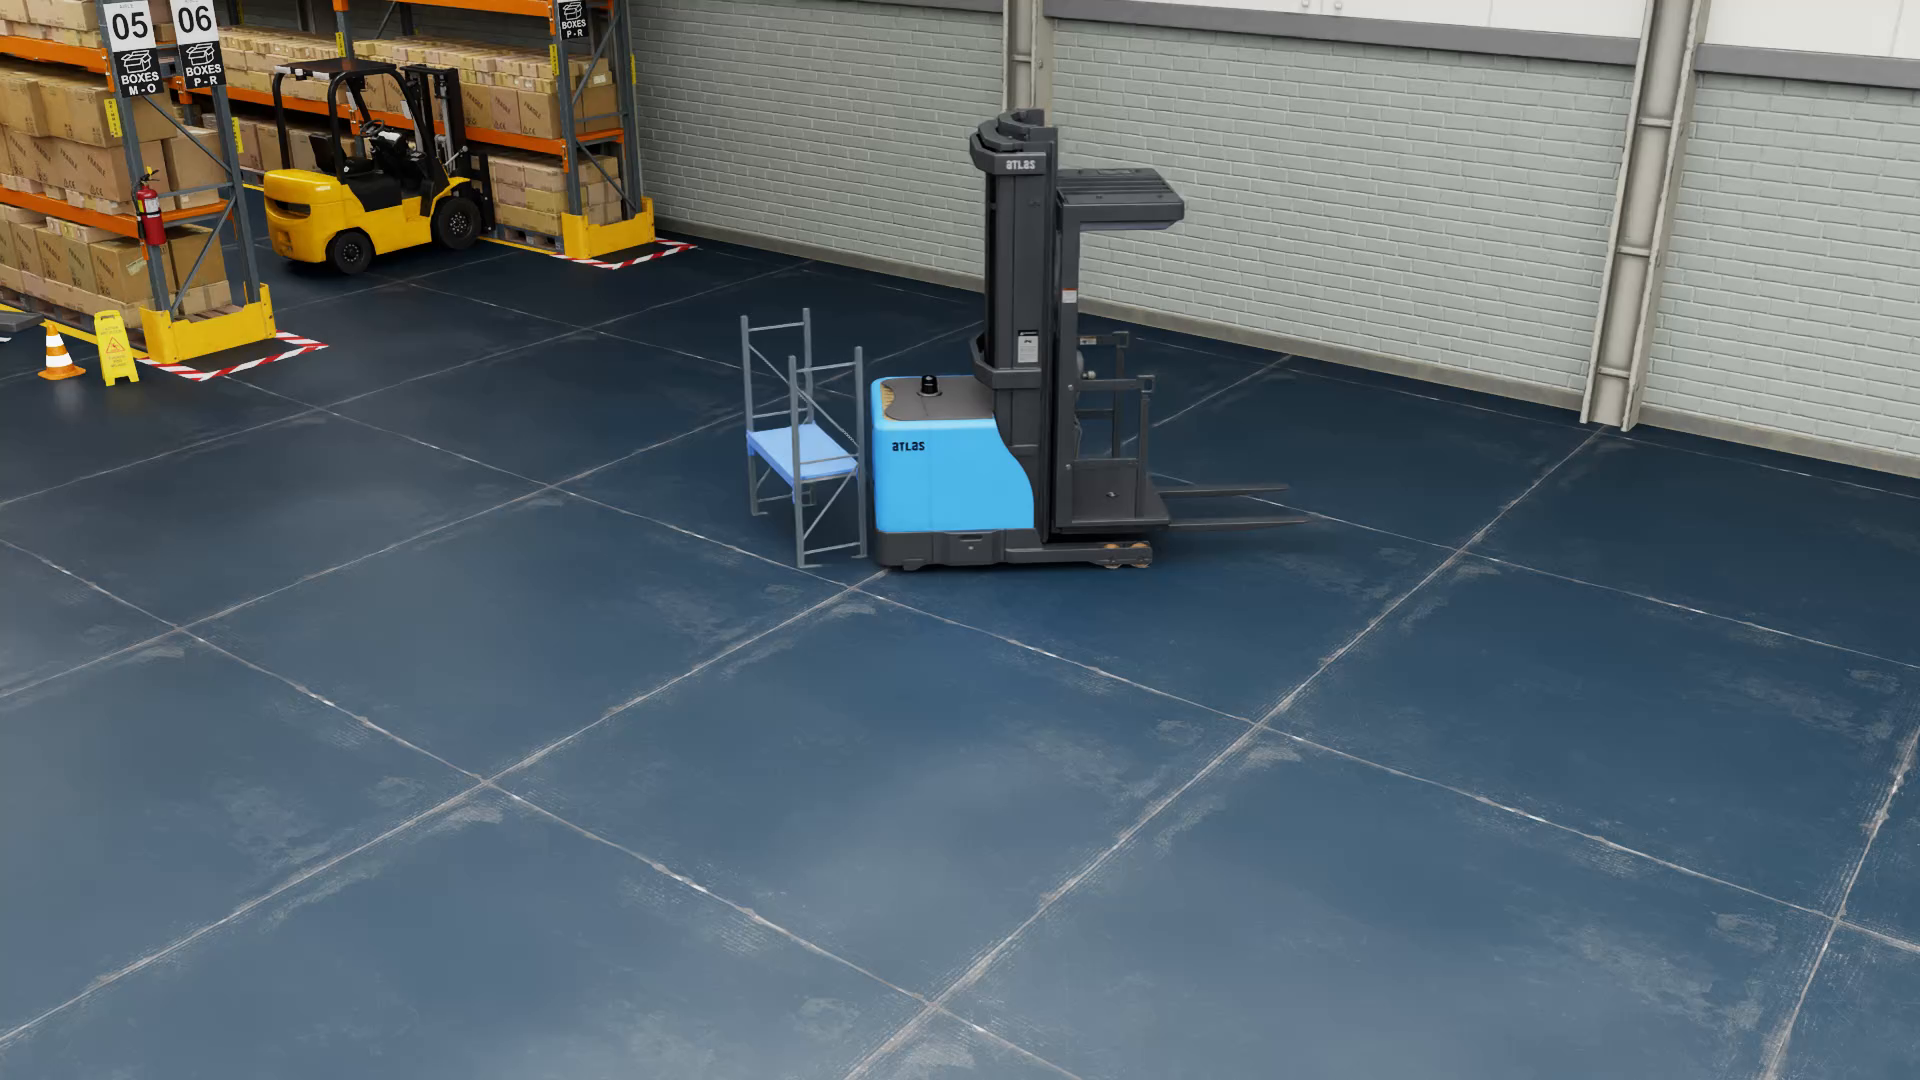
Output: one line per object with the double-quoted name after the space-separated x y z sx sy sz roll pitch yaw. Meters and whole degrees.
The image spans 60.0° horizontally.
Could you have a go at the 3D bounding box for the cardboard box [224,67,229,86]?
-9.914 -6.367 22.667 0.500 0.250 0.500 16 28 32 "cardboard box"

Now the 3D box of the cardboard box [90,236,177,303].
-7.892 -2.595 15.878 0.500 0.500 0.500 17 29 34 "cardboard box"

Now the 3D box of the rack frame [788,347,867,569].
-0.874 -0.535 11.105 0.500 1.500 0.032 -10 26 -22 "rack frame"

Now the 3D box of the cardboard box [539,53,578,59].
-4.670 -5.573 19.380 0.250 0.149 0.380 17 29 34 "cardboard box"

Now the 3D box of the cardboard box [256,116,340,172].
-8.964 -5.377 22.658 0.625 0.625 0.875 15 28 31 "cardboard box"

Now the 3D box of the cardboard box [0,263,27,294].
-9.551 -2.754 17.170 0.500 0.250 0.500 19 30 36 "cardboard box"

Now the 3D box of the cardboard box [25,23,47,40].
-8.349 -4.714 15.321 0.250 0.149 0.380 17 29 33 "cardboard box"

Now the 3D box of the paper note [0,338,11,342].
-9.303 -1.945 16.127 0.148 0.019 0.142 7 25 15 "paper note"

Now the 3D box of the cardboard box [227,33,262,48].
-9.572 -6.687 22.279 0.250 0.149 0.380 17 29 34 "cardboard box"

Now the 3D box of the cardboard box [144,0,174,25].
-7.337 -4.856 15.148 0.500 0.250 0.500 16 29 32 "cardboard box"

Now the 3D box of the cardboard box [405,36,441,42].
-6.708 -6.203 20.810 0.250 0.149 0.380 16 28 32 "cardboard box"

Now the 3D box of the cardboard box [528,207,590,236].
-4.686 -3.756 19.444 0.500 0.250 0.500 17 29 34 "cardboard box"

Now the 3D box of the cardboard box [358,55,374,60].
-7.224 -5.958 20.625 0.250 0.149 0.380 16 29 32 "cardboard box"

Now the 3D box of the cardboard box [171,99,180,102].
-11.490 -6.262 24.016 0.250 0.149 0.380 16 28 32 "cardboard box"

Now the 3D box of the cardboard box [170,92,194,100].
-11.595 -6.567 24.710 0.250 0.149 0.380 16 28 32 "cardboard box"

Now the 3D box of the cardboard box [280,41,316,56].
-8.571 -6.368 21.555 0.250 0.149 0.380 16 28 32 "cardboard box"

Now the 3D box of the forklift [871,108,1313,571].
0.905 -1.356 11.193 3.031 2.935 1.130 -2 24 -4 "forklift"

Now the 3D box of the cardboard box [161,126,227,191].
-7.307 -3.594 15.694 0.500 0.500 0.500 16 29 33 "cardboard box"

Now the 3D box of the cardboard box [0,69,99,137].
-8.504 -4.116 15.638 0.500 0.500 0.700 16 29 33 "cardboard box"

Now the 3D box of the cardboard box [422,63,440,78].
-6.217 -5.640 19.901 0.250 0.149 0.380 16 28 32 "cardboard box"

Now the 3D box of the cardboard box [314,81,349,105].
-7.881 -5.747 21.258 0.500 0.250 0.500 18 29 34 "cardboard box"

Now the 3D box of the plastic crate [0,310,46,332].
-9.530 -2.195 16.633 0.583 0.080 0.402 7 25 15 "plastic crate"

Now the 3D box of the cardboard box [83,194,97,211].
-7.983 -3.209 15.624 0.250 0.149 0.380 16 29 32 "cardboard box"

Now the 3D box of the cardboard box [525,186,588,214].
-4.697 -3.990 19.355 0.500 0.250 0.500 16 29 33 "cardboard box"

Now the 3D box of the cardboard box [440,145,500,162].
-5.898 -4.578 20.069 0.500 0.250 0.500 16 28 32 "cardboard box"

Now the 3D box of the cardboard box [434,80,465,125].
-5.900 -5.261 19.846 0.500 0.500 0.500 17 29 34 "cardboard box"

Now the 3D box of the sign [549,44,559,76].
-4.457 -5.277 18.277 0.005 0.325 0.100 17 29 33 "sign"

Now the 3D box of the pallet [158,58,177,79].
-11.106 -6.799 23.698 1.003 0.211 1.213 17 29 33 "pallet"

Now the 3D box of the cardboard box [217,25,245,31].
-10.140 -7.074 23.157 0.250 0.149 0.380 18 29 35 "cardboard box"

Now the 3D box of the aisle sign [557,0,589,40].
-4.244 -5.890 18.172 0.004 0.787 0.394 17 29 33 "aisle sign"

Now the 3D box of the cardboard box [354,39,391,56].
-7.244 -6.084 20.540 0.250 0.149 0.380 18 29 34 "cardboard box"

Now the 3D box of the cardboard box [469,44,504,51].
-5.695 -5.885 20.090 0.250 0.149 0.380 18 29 35 "cardboard box"

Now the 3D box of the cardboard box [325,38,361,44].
-8.073 -6.472 21.790 0.250 0.149 0.380 16 29 33 "cardboard box"

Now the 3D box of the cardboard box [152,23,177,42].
-7.165 -4.651 15.177 0.250 0.149 0.380 17 29 33 "cardboard box"

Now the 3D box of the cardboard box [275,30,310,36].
-9.042 -6.806 22.549 0.250 0.149 0.380 16 29 32 "cardboard box"

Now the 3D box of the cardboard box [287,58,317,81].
-8.283 -6.096 21.432 0.500 0.250 0.500 16 28 32 "cardboard box"

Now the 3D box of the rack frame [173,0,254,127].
-10.522 -6.745 23.338 0.127 3.000 1.000 17 29 33 "rack frame"

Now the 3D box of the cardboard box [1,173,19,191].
-9.217 -3.568 16.440 0.250 0.149 0.380 17 29 34 "cardboard box"

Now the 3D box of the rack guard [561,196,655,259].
-4.101 -3.661 19.439 0.348 0.500 1.175 17 29 33 "rack guard"

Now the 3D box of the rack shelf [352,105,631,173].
-5.720 -4.965 20.190 4.000 0.370 1.077 17 29 33 "rack shelf"

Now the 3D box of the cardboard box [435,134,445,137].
-6.397 -4.995 21.016 0.500 0.250 0.500 16 29 33 "cardboard box"

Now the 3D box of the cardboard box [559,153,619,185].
-4.391 -4.379 19.618 0.500 0.250 0.500 16 29 33 "cardboard box"

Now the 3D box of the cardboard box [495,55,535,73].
-5.129 -5.496 19.207 0.250 0.149 0.380 17 29 34 "cardboard box"

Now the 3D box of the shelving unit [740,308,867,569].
-1.085 -0.722 11.529 0.538 1.500 1.048 -10 26 -22 "shelving unit"

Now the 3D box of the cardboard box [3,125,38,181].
-8.884 -3.806 16.174 0.500 0.500 0.500 17 29 34 "cardboard box"

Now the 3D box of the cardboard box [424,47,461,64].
-6.165 -5.798 19.891 0.250 0.149 0.380 17 29 33 "cardboard box"

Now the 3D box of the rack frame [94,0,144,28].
-7.094 -5.953 14.101 0.127 3.000 1.000 17 29 33 "rack frame"

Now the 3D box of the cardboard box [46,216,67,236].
-8.635 -3.085 16.186 0.250 0.149 0.380 18 30 35 "cardboard box"

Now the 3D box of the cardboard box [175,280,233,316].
-7.574 -2.426 16.426 0.500 0.250 0.500 17 29 33 "cardboard box"

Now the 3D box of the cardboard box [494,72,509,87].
-5.150 -5.345 19.232 0.250 0.149 0.380 17 29 33 "cardboard box"
